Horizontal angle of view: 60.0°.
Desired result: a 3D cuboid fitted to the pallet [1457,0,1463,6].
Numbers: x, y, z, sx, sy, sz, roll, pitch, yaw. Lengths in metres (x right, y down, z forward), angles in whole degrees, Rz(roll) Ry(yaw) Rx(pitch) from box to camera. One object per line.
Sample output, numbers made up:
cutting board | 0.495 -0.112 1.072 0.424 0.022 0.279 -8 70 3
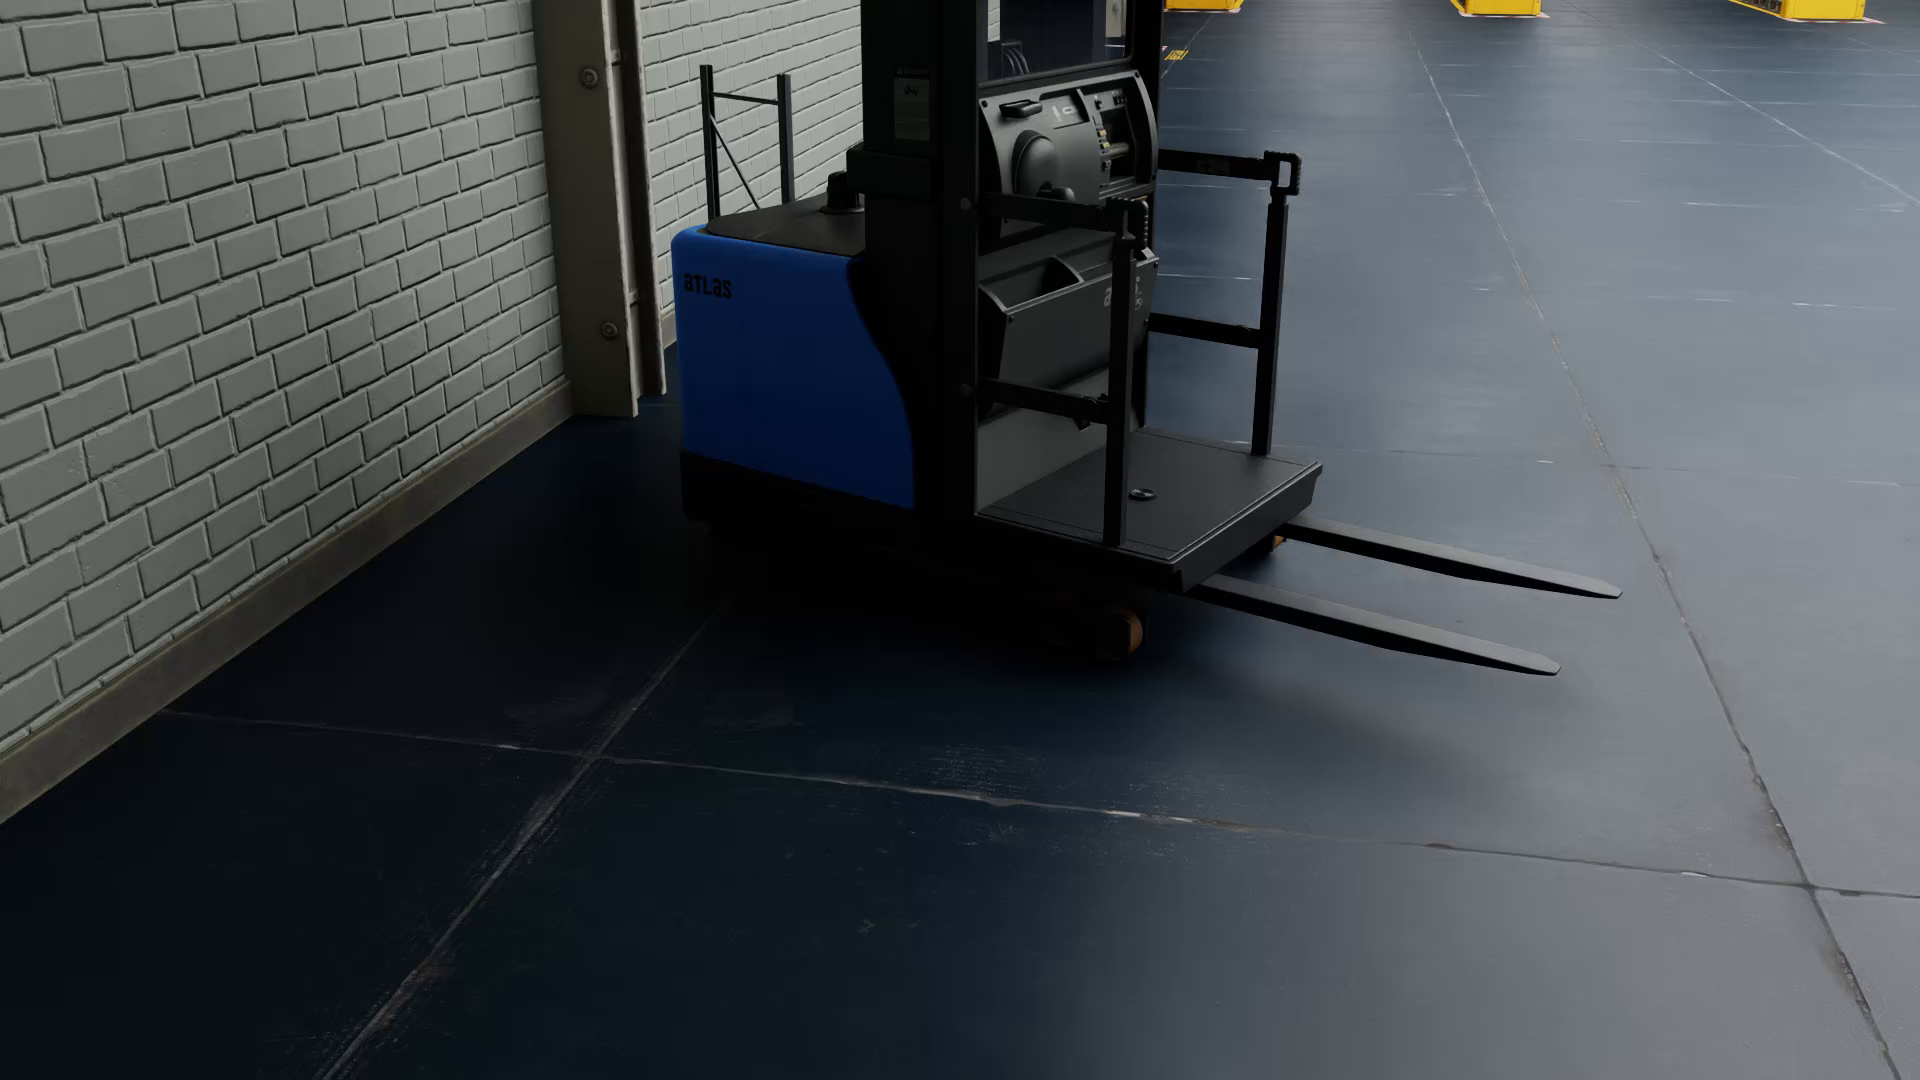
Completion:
pallet | 9.301 -9.517 29.201 1.003 0.211 1.213 4 22 11

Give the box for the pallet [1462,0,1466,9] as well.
pallet | 9.049 -9.072 28.097 1.003 0.211 1.213 4 22 11

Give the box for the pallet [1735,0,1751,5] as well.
pallet | 14.421 -9.631 29.484 1.003 0.211 1.213 4 22 11

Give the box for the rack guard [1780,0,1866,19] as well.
rack guard | 13.752 -8.576 26.478 1.175 0.500 0.348 4 22 11

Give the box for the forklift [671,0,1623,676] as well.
forklift | 0.516 -1.225 4.971 3.031 2.935 1.130 15 26 32

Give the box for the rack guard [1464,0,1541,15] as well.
rack guard | 8.929 -8.914 27.319 1.175 0.500 0.348 4 22 11

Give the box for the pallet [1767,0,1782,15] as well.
pallet | 13.923 -8.738 27.268 1.003 0.211 1.213 4 22 11

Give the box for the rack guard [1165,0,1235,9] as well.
rack guard | 4.100 -9.327 28.344 1.175 0.500 0.348 4 22 11

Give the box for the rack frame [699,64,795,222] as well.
rack frame | -0.803 -1.052 6.457 0.500 1.500 0.032 20 29 40

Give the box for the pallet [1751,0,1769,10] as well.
pallet | 14.174 -9.183 28.373 1.003 0.211 1.213 4 22 11

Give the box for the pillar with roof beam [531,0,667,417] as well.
pillar with roof beam | 2.697 -4.458 4.878 9.100 9.000 0.400 4 22 11

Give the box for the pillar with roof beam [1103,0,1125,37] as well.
pillar with roof beam | 6.370 -11.041 21.223 9.100 9.000 0.400 4 22 11

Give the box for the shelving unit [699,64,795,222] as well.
shelving unit | -0.448 -1.188 6.795 0.538 1.500 1.048 20 29 40
